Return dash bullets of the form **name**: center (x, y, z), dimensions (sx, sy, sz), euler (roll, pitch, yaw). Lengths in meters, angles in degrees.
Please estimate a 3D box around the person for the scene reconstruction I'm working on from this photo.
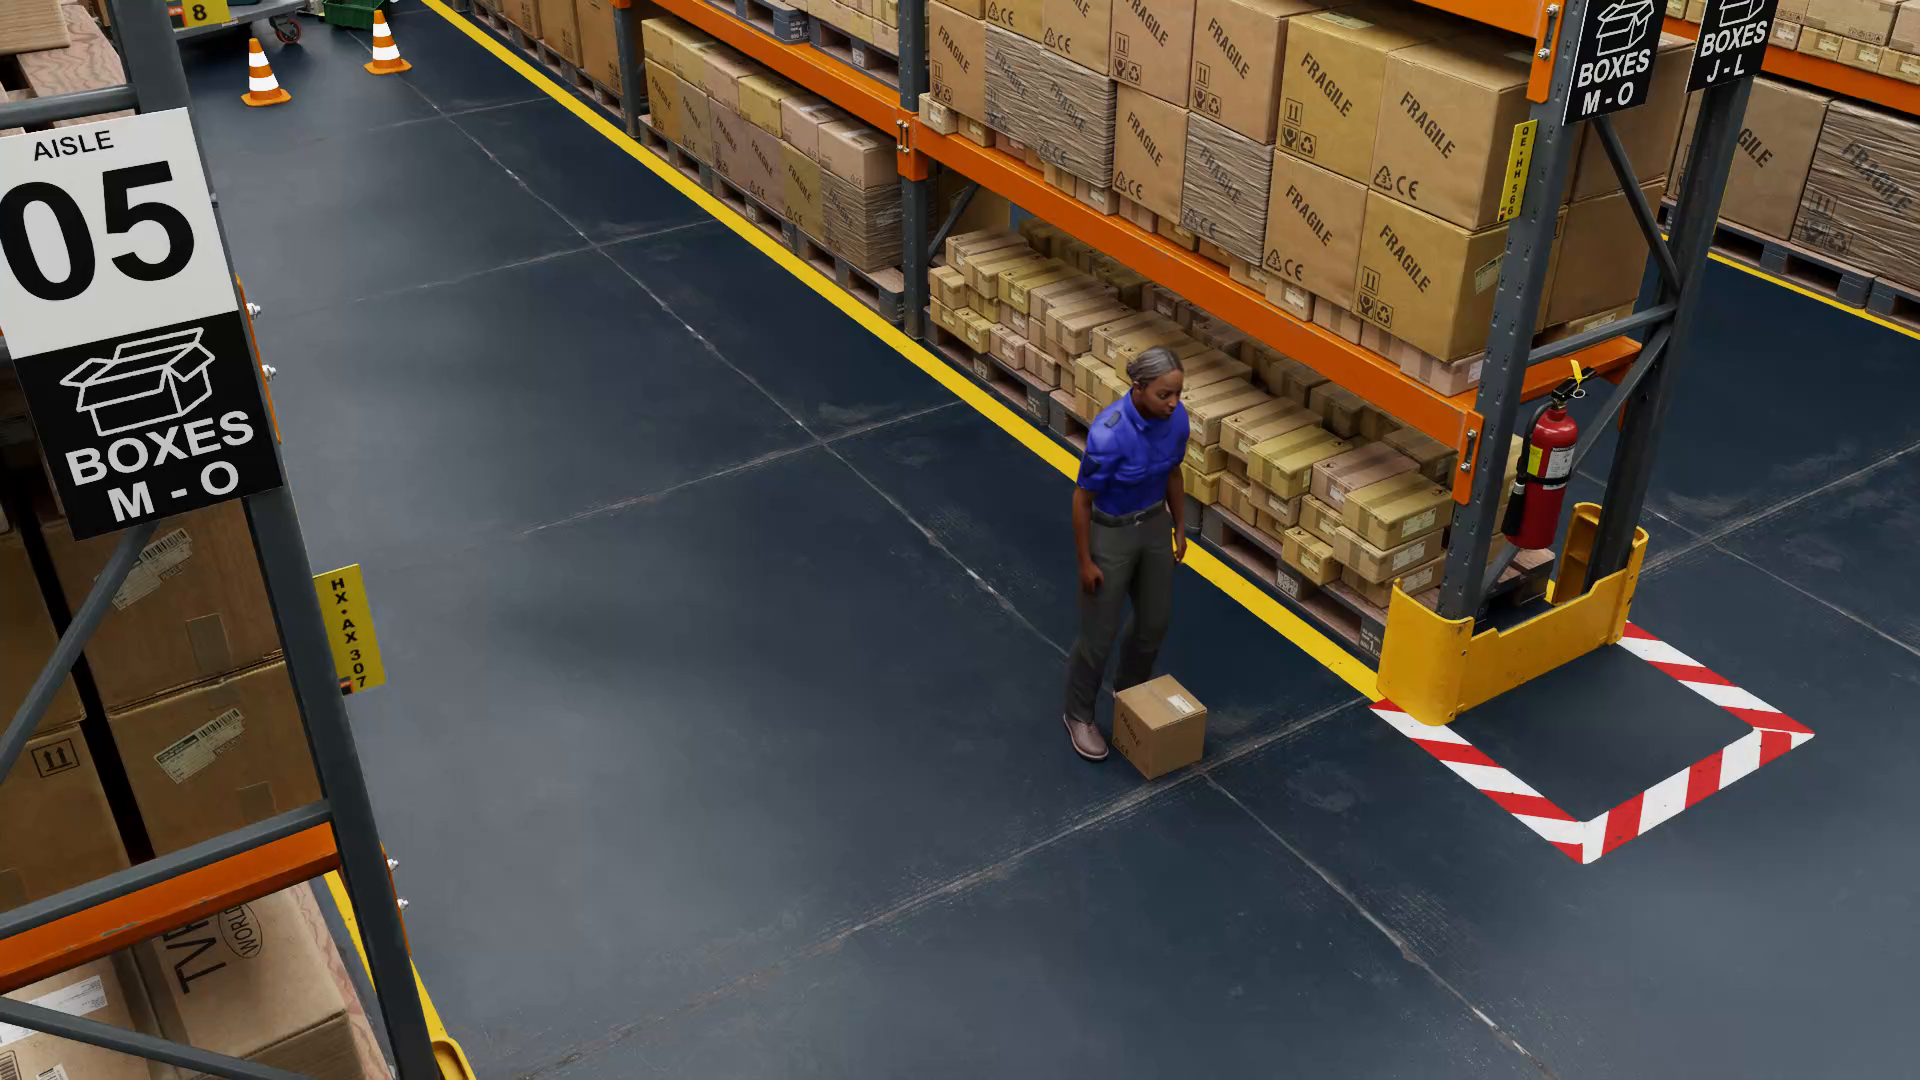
- **person**: center (0.622, 0.018, 6.115), dimensions (0.509, 1.655, 0.349), euler (-19, 38, -27)
